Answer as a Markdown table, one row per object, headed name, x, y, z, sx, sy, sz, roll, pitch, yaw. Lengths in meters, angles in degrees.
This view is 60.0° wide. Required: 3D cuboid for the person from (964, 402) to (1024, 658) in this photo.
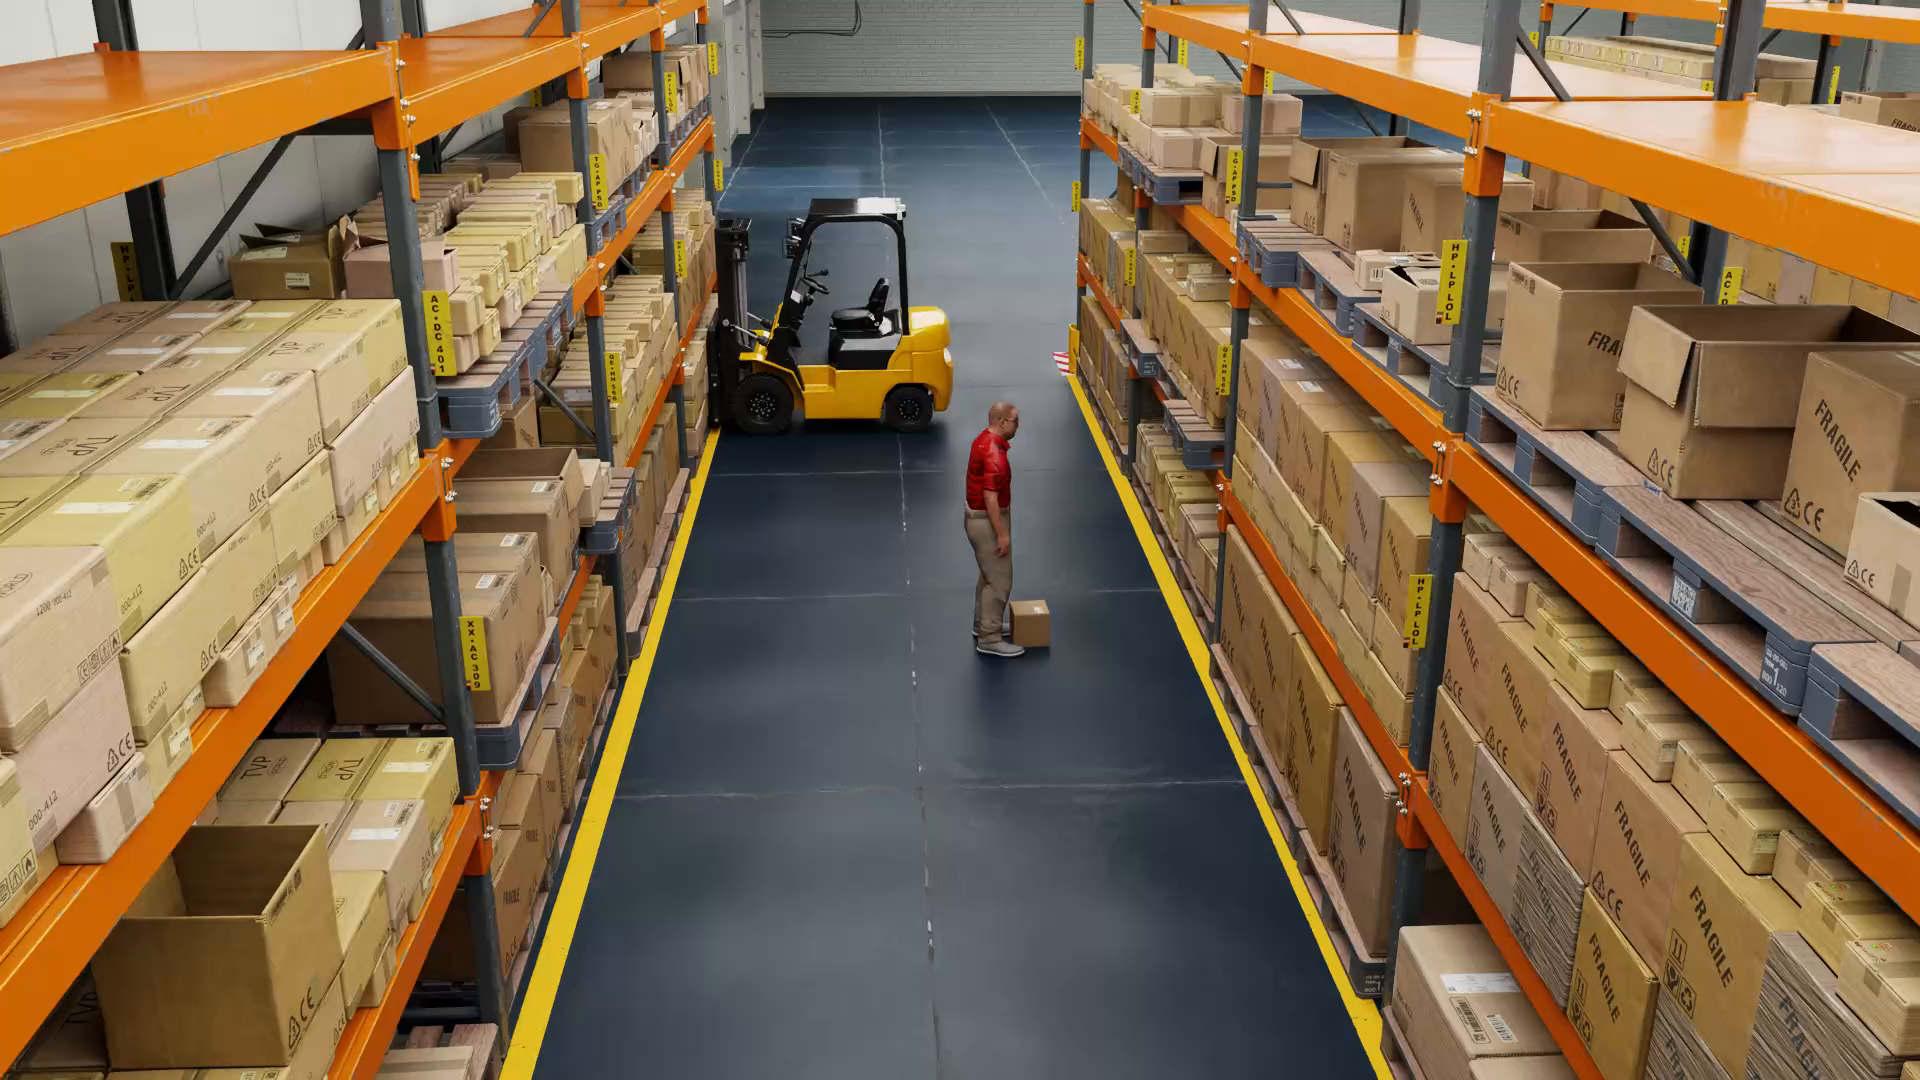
| name | x | y | z | sx | sy | sz | roll | pitch | yaw |
| --- | --- | --- | --- | --- | --- | --- | --- | --- | --- |
| person | 0.230 | -0.098 | 11.362 | 0.393 | 1.726 | 0.599 | -2 | 20 | -6 |
